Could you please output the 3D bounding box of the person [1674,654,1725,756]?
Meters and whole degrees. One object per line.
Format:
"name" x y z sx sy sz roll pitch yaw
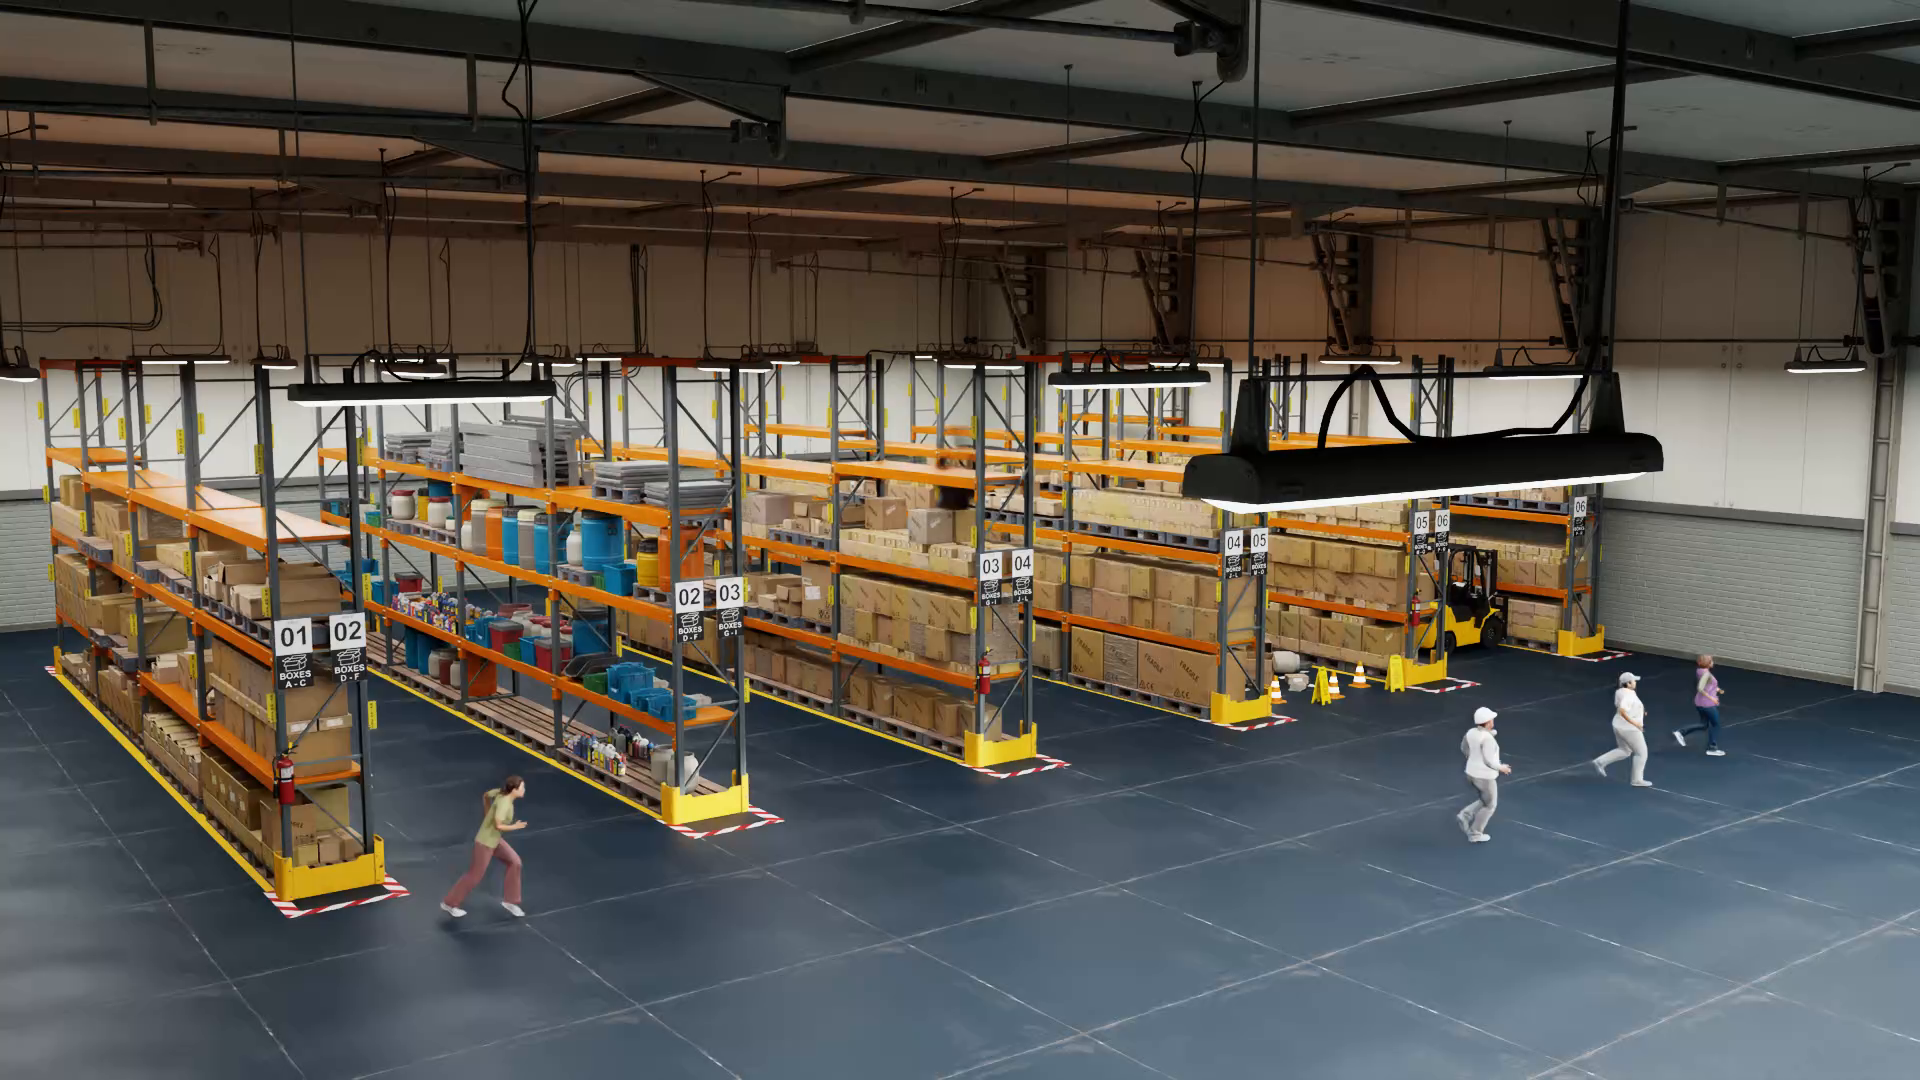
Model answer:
"person" 11.335 2.520 25.379 0.736 1.549 0.546 1 7 9

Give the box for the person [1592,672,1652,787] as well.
"person" 9.462 2.687 23.649 0.803 1.632 0.620 0 7 2

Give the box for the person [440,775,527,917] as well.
"person" -5.223 3.388 18.235 0.942 1.623 0.618 -2 7 -14

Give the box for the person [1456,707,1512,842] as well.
"person" 6.612 2.957 20.991 0.576 1.725 0.638 -1 7 -10
